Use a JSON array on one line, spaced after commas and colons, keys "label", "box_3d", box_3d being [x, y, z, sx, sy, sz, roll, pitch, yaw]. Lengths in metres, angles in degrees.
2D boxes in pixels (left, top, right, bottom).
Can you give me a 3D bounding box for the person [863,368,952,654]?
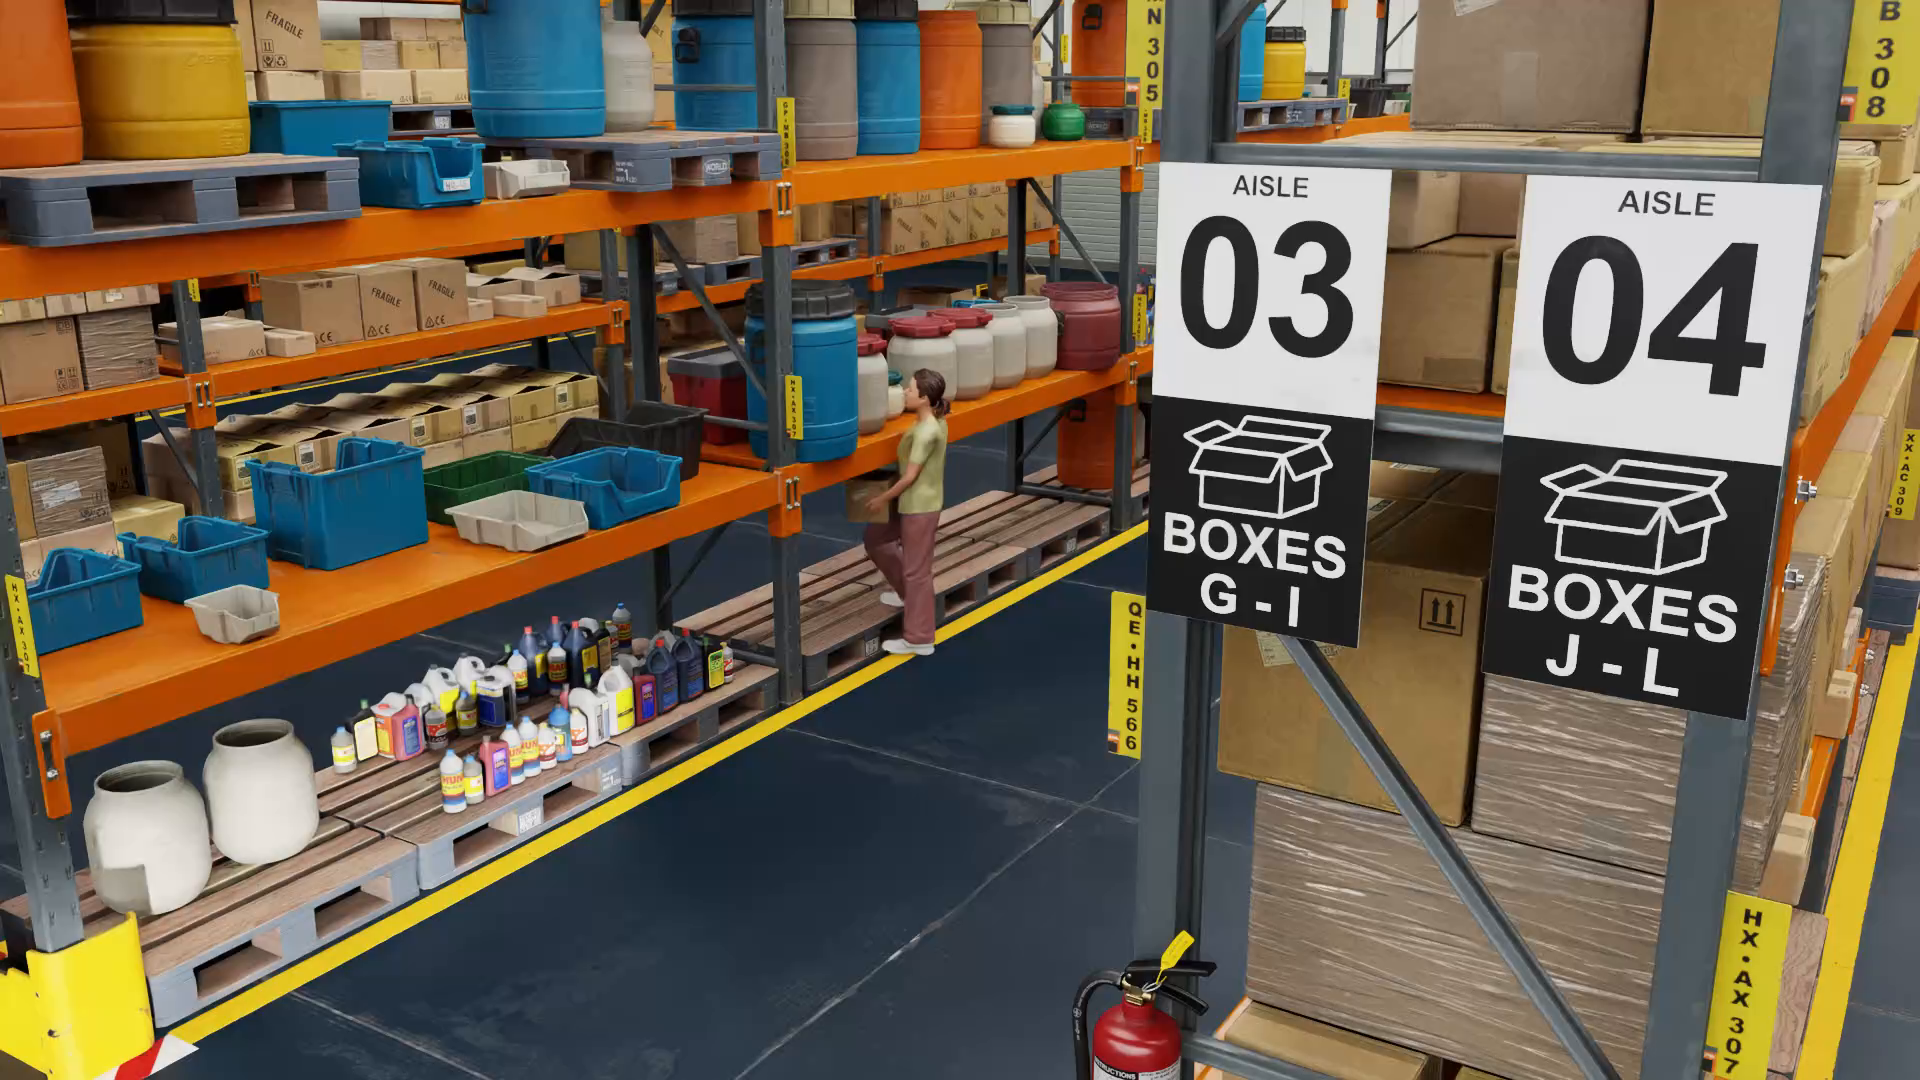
[{"label": "person", "box_3d": [-0.311, -0.167, 9.595, 0.550, 1.678, 0.484, 2, 16, 5]}]
